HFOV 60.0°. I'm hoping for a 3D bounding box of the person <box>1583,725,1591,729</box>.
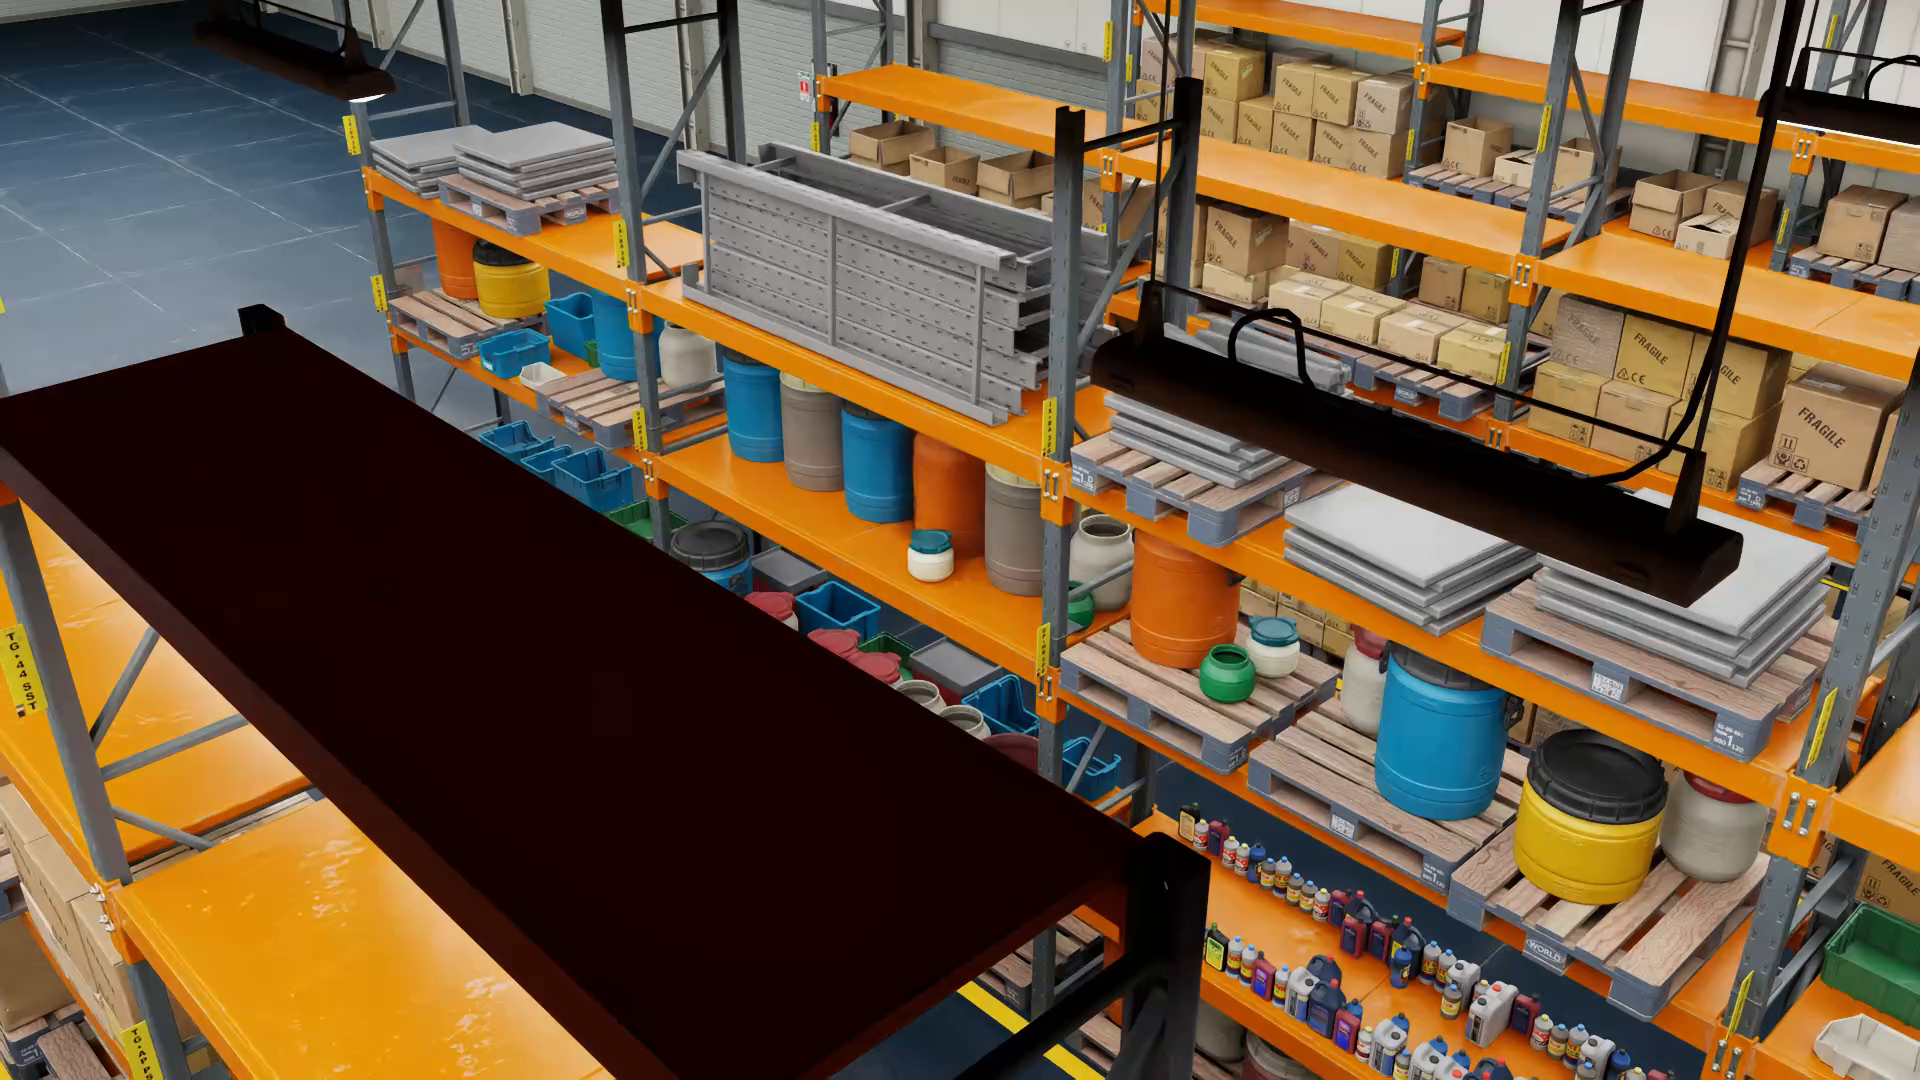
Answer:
[{"bbox_3d":[4.318,1.832,11.658,0.500,1.679,0.640,-23,36,-36],"label":"person"}]
